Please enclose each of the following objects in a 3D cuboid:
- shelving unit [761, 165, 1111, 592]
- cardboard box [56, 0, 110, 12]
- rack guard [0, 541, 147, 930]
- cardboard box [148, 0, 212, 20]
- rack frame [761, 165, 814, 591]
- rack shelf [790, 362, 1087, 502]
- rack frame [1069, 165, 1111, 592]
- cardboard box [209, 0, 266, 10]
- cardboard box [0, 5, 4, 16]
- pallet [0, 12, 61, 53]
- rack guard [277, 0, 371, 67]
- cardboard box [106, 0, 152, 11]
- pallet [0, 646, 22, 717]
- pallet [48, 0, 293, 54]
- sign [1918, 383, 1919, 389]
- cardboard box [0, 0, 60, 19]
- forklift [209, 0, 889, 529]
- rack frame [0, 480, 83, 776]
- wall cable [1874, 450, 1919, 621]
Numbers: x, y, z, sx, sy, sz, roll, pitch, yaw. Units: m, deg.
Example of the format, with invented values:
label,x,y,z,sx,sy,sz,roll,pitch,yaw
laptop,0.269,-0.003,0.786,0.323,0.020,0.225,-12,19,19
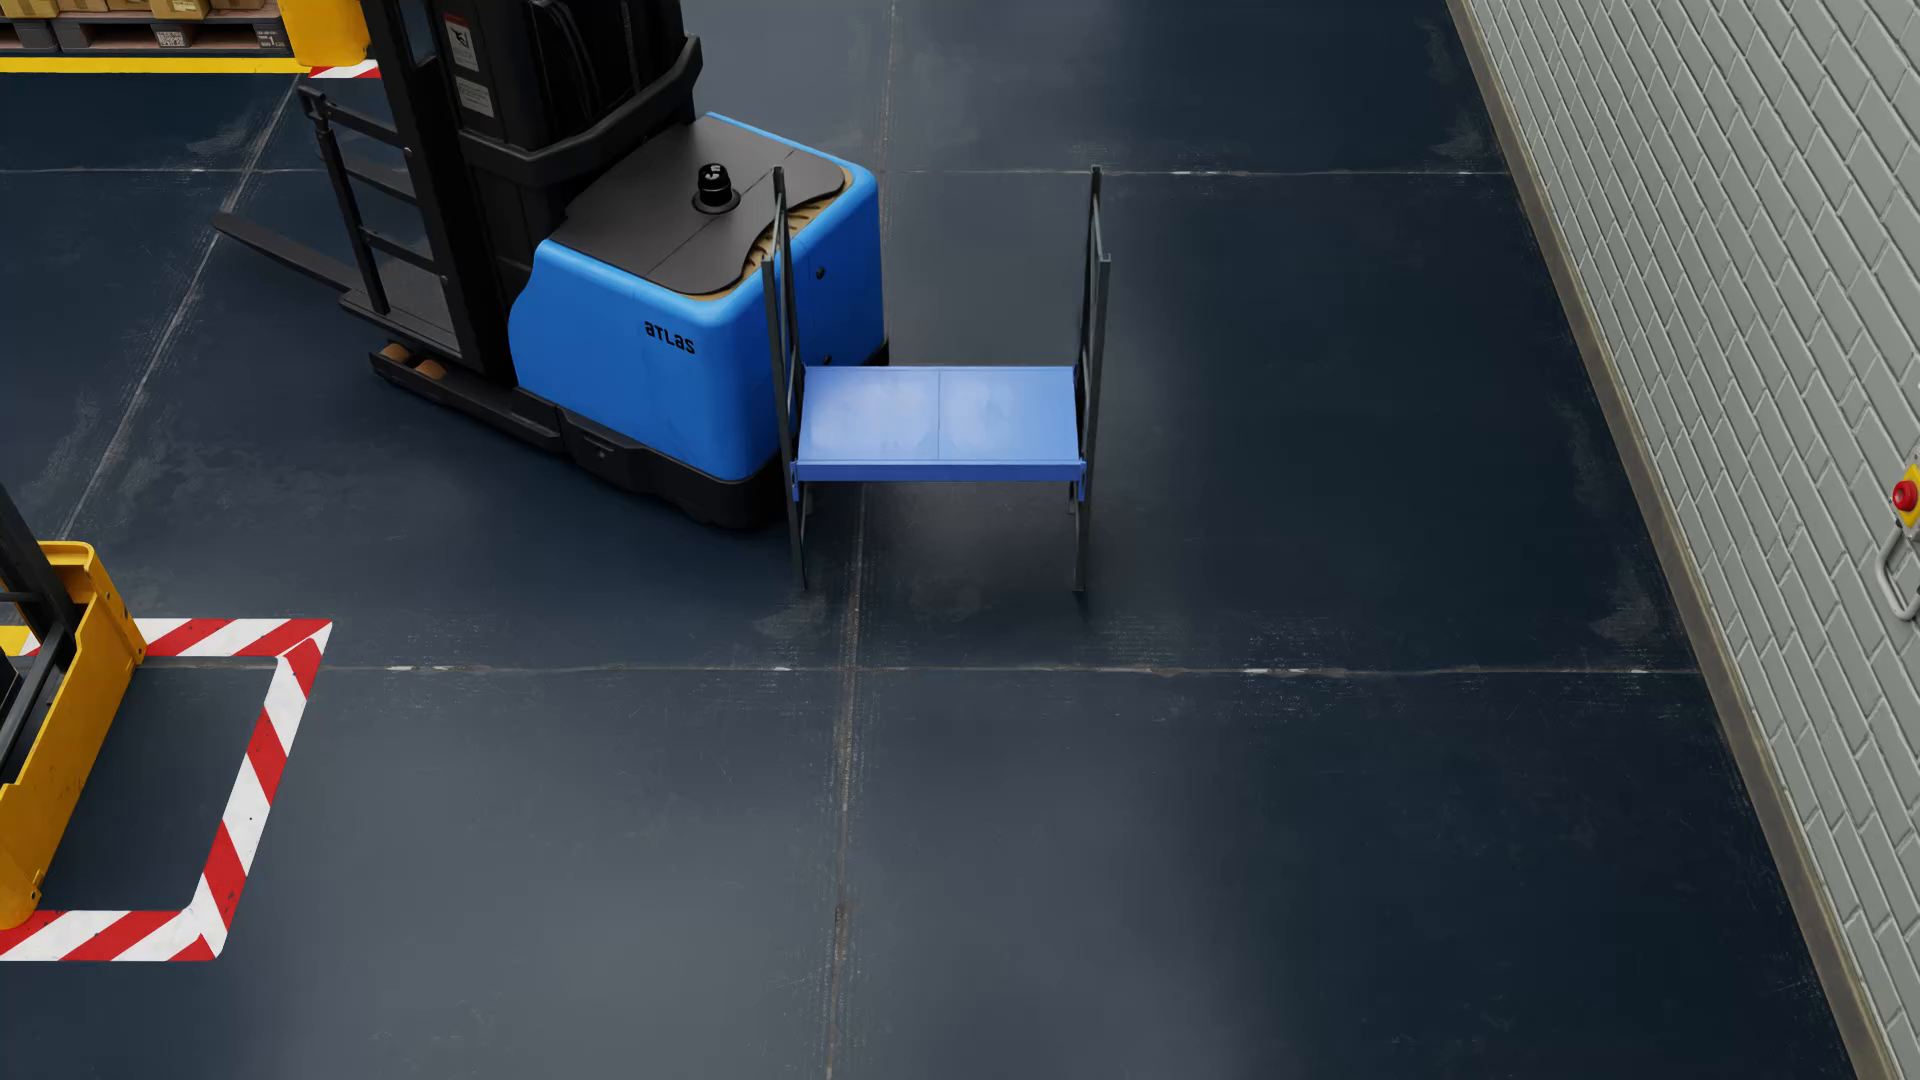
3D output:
label,x,y,z,sx,sy,sz,roll,pitch,yaw
shelving unit,-0.073,-0.506,5.696,1.048,1.500,0.538,0,47,0
cardboard box,-4.454,-2.873,8.536,0.250,0.149,0.380,1,47,1
rack guard,-3.051,0.604,5.346,0.348,0.500,1.175,0,47,0
cardboard box,-3.943,-2.818,8.485,0.250,0.149,0.380,1,47,1
rack frame,-0.581,-0.506,5.696,0.032,1.500,0.500,0,47,0
rack shelf,-0.073,-0.383,5.828,1.000,0.185,0.538,0,47,0
rack frame,0.436,-0.505,5.696,0.032,1.500,0.500,0,47,0
cardboard box,-3.685,-2.892,8.553,0.250,0.149,0.380,1,47,1
cardboard box,-4.982,-2.843,8.508,0.250,0.149,0.380,1,47,1
pallet,-5.263,-2.955,8.856,1.213,0.211,1.003,0,47,0
rack guard,-3.234,-3.020,8.719,0.348,0.500,1.175,0,47,0
cardboard box,-4.207,-2.882,8.544,0.250,0.149,0.380,0,47,0
pallet,-3.875,0.758,5.401,1.213,0.211,1.003,0,47,0
pallet,-4.046,-2.949,8.851,1.213,0.211,1.003,0,47,0
sign,2.625,-0.376,4.367,0.001,0.218,0.327,0,47,0
cardboard box,-4.709,-2.828,8.494,0.250,0.149,0.380,-2,47,-2
forklift,-1.809,-1.869,5.987,3.031,2.935,1.130,24,52,21
rack frame,-3.075,-0.248,4.431,0.127,3.000,1.000,0,47,0
wall cable,2.563,-0.606,4.049,0.123,1.953,0.585,0,47,0
